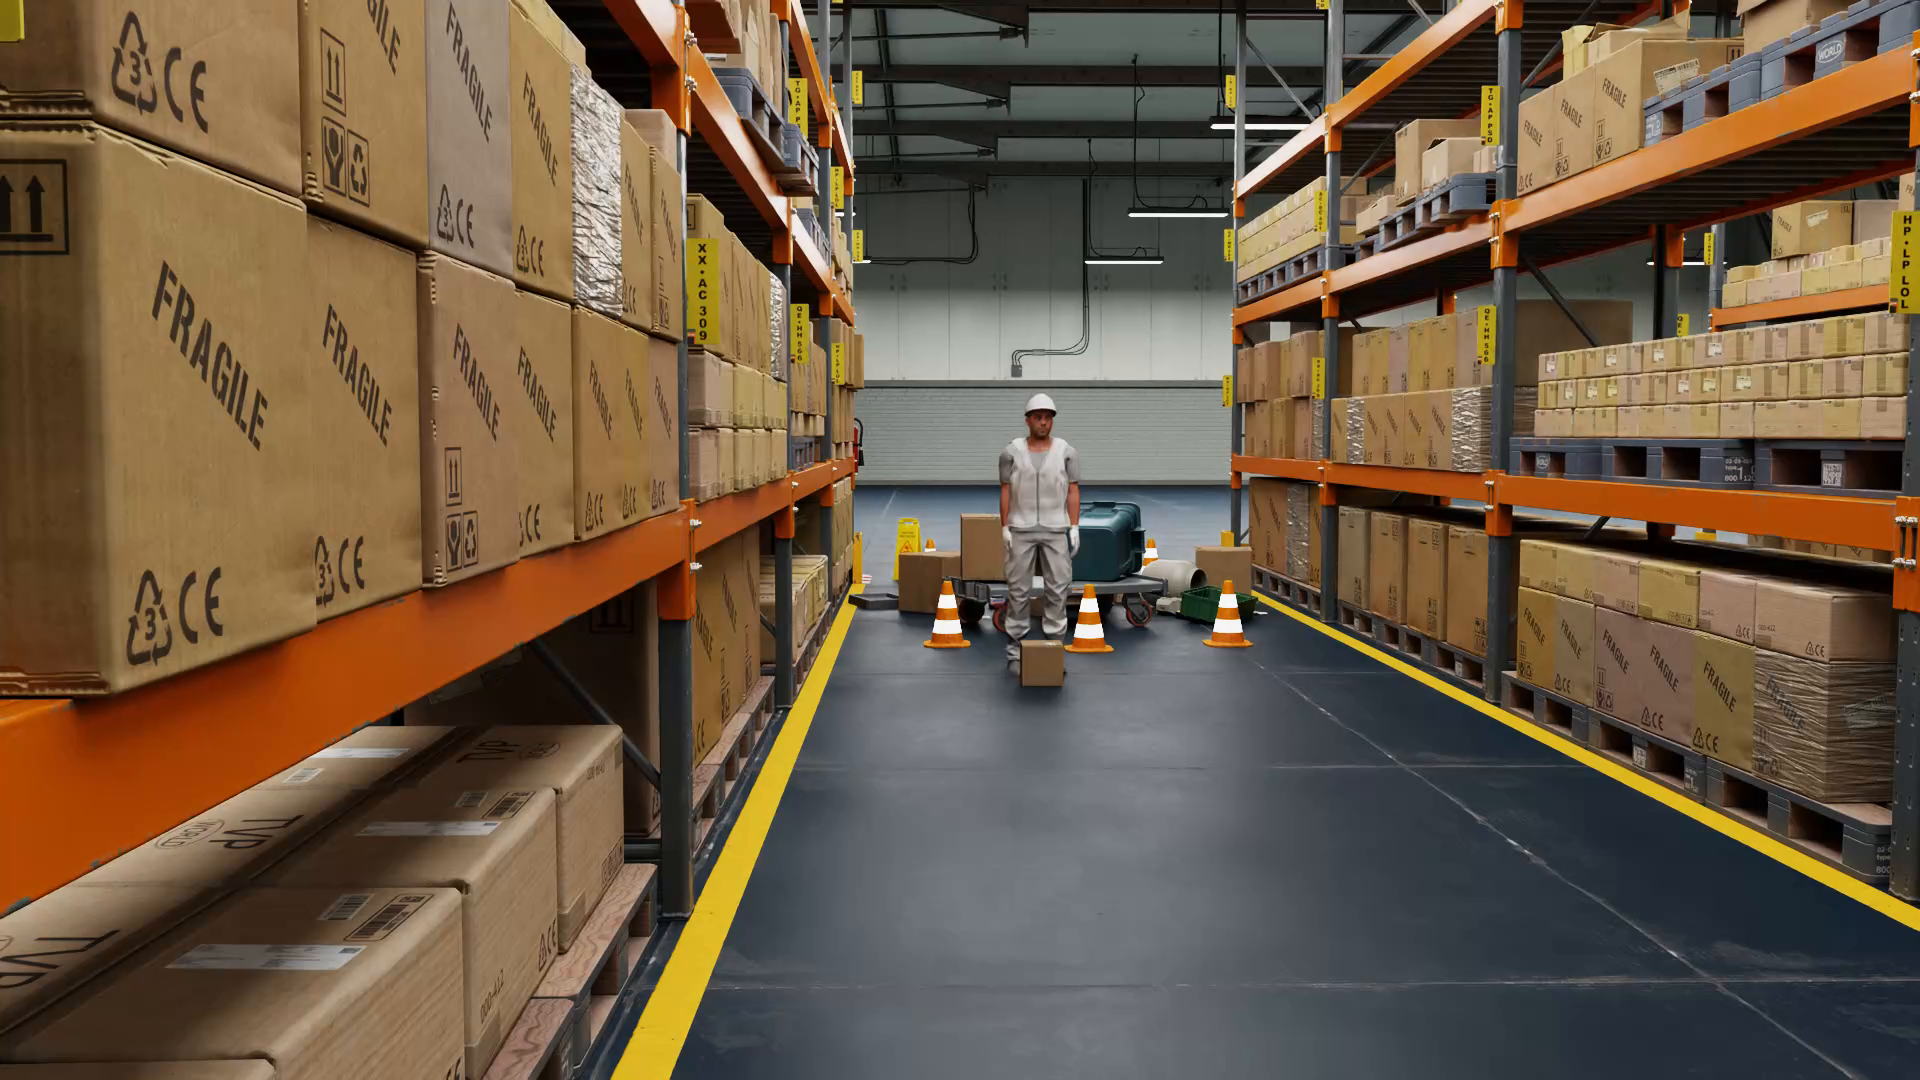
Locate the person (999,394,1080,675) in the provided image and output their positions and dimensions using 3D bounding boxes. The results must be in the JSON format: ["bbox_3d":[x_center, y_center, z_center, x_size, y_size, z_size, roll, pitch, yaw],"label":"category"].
[{"bbox_3d":[0.509,-0.034,10.637,0.524,1.800,0.341,0,4,0],"label":"person"}]
